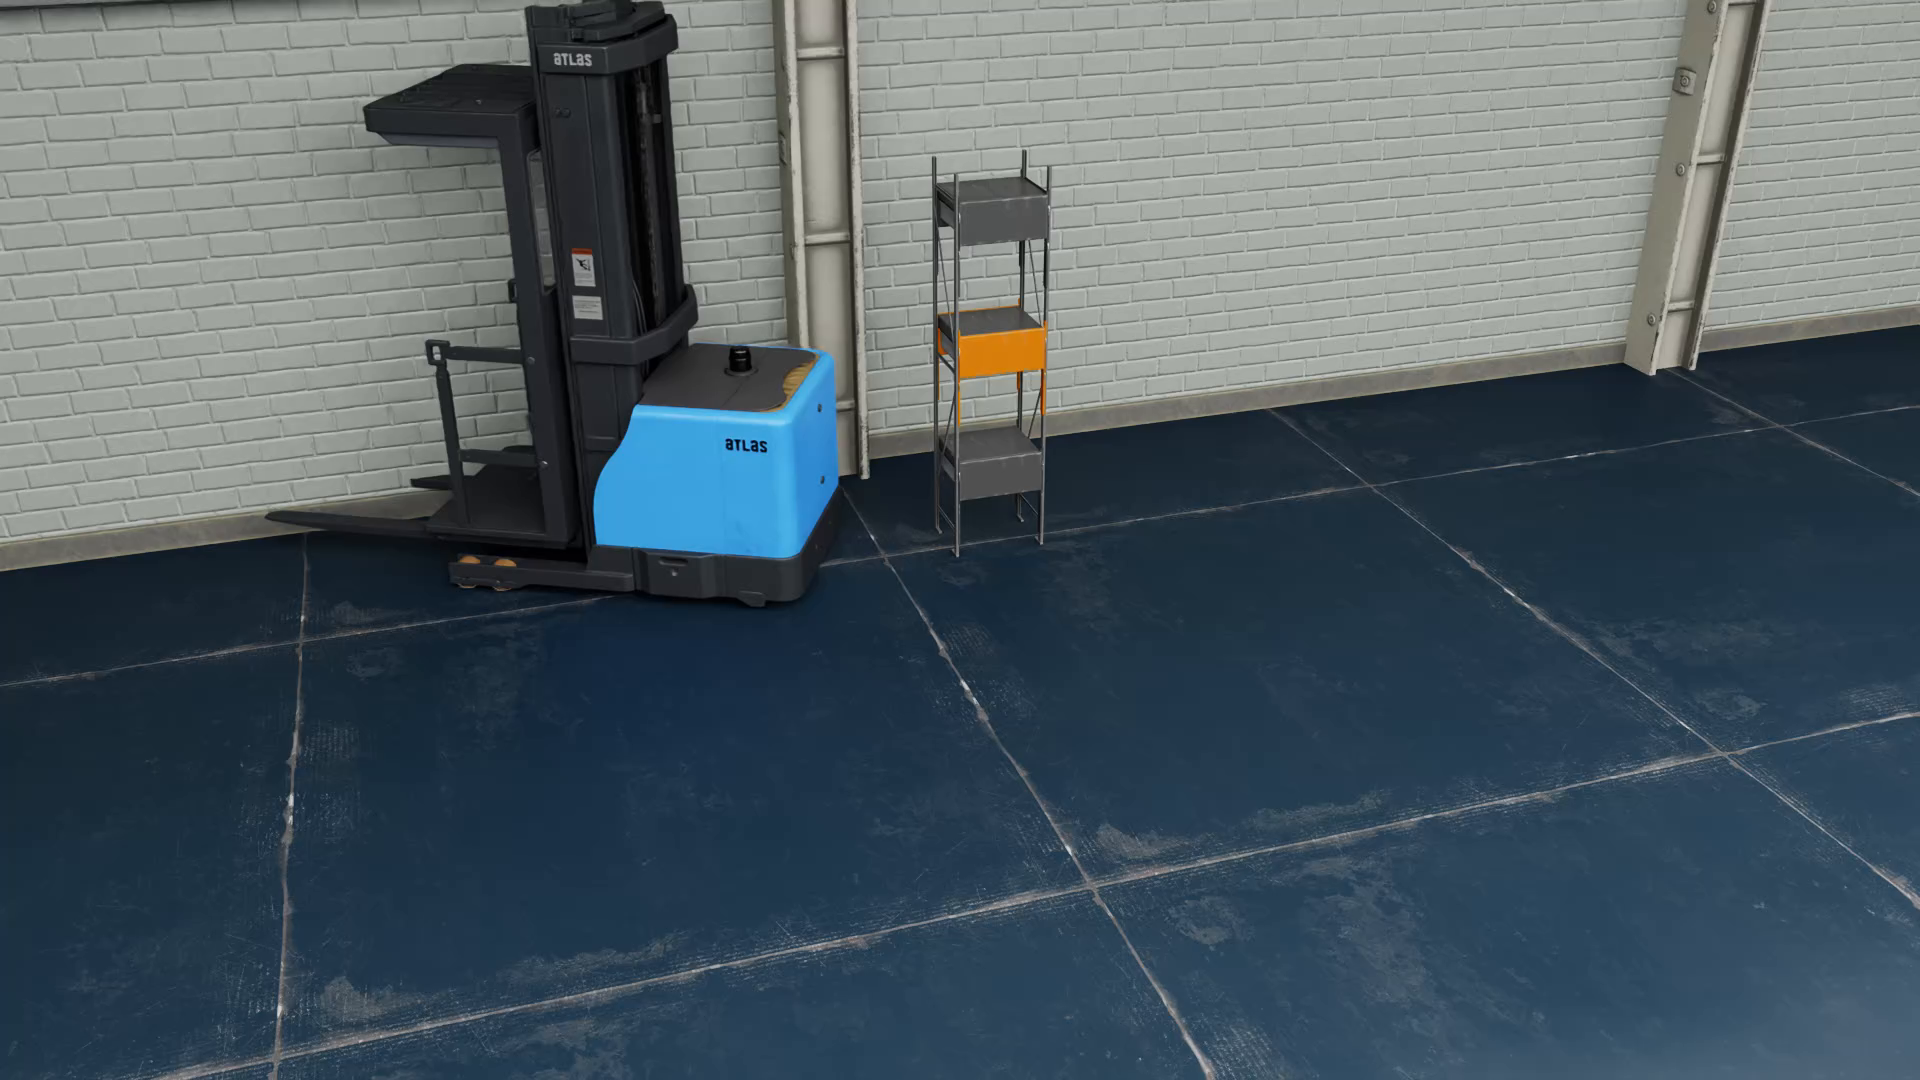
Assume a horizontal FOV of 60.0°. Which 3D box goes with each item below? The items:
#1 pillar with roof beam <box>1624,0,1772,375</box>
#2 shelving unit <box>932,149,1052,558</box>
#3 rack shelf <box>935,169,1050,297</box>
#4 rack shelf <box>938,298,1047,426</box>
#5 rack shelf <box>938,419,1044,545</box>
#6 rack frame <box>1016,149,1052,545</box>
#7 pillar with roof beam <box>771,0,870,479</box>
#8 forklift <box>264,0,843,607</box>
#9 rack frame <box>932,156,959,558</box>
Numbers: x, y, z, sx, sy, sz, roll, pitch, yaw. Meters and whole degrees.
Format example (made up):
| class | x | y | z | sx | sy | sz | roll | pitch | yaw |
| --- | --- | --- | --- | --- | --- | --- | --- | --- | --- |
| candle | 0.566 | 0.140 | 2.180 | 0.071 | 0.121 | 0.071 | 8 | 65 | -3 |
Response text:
| class | x | y | z | sx | sy | sz | roll | pitch | yaw |
| --- | --- | --- | --- | --- | --- | --- | --- | --- | --- |
| pillar with roof beam | 6.261 | -3.446 | 6.072 | 0.400 | 9.000 | 9.100 | -8 | 28 | -16 |
| shelving unit | 0.157 | -0.963 | 8.829 | 0.503 | 2.100 | 0.431 | -8 | 28 | -16 |
| rack shelf | 0.157 | -1.578 | 8.524 | 0.480 | 0.518 | 0.431 | -8 | 28 | -16 |
| rack shelf | 0.157 | -0.951 | 8.835 | 0.480 | 0.518 | 0.431 | -8 | 28 | -16 |
| rack shelf | 0.157 | -0.324 | 9.146 | 0.480 | 0.518 | 0.431 | -8 | 28 | -16 |
| rack frame | 0.389 | -0.997 | 8.897 | 0.015 | 2.100 | 0.400 | -8 | 28 | -16 |
| pillar with roof beam | 0.556 | -2.620 | 4.407 | 0.400 | 9.000 | 9.100 | -8 | 28 | -16 |
| forklift | -2.221 | -1.270 | 8.512 | 3.031 | 2.935 | 1.130 | 4 | 27 | 9 |
| rack frame | -0.075 | -0.930 | 8.761 | 0.015 | 2.100 | 0.400 | -8 | 28 | -16 |
